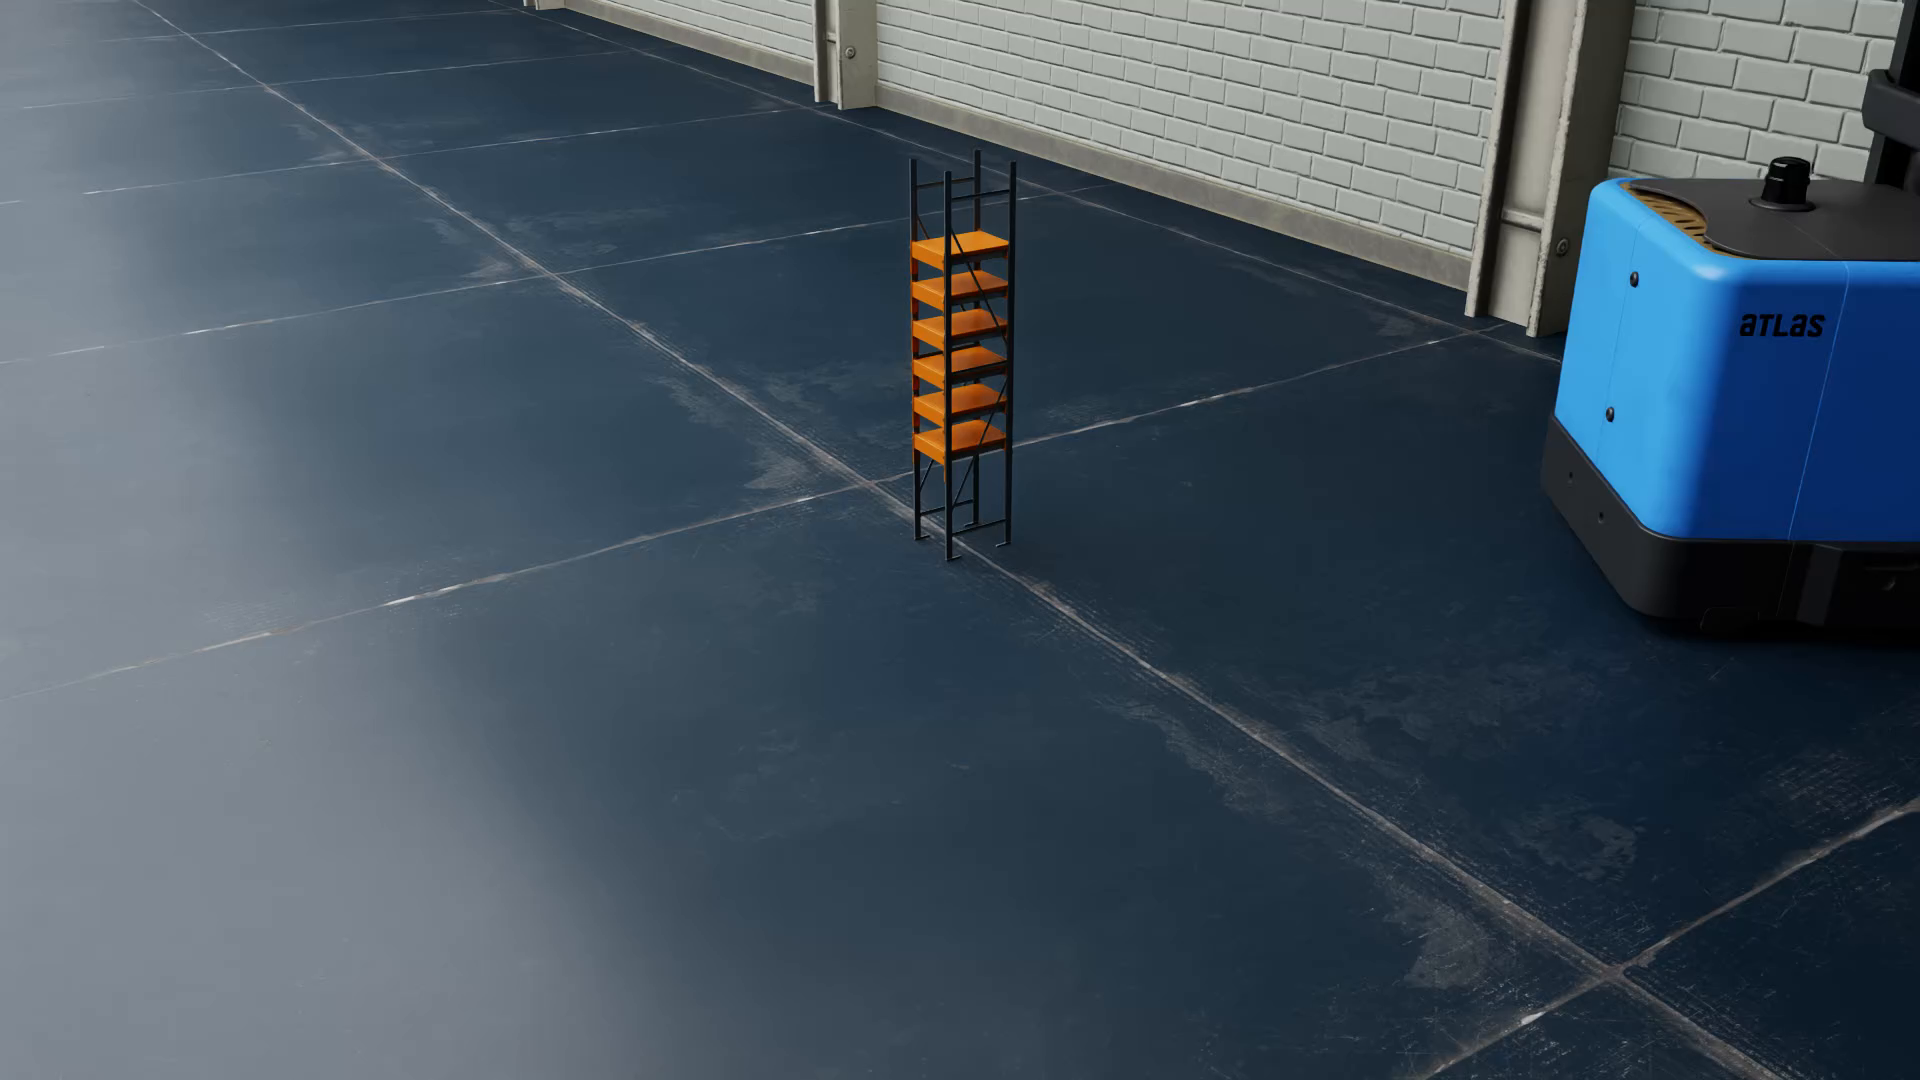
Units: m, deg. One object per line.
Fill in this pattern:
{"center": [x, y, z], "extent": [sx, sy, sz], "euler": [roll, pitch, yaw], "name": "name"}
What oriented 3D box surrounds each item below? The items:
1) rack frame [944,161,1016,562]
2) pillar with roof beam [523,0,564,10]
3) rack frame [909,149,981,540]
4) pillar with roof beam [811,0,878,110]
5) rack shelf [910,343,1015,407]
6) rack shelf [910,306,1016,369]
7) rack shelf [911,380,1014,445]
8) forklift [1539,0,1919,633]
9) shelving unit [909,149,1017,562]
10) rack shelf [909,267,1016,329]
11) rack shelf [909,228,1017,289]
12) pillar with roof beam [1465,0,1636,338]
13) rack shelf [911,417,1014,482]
{"center": [0.058, -0.505, 4.914], "extent": [0.240, 1.200, 0.006], "euler": [-16, 29, -30], "name": "rack frame"}
{"center": [-7.689, -8.324, 12.342], "extent": [9.100, 9.000, 0.400], "euler": [-16, 29, -30], "name": "pillar with roof beam"}
{"center": [-0.042, -0.570, 5.052], "extent": [0.240, 1.200, 0.006], "euler": [-16, 29, -30], "name": "rack frame"}
{"center": [-4.413, -6.178, 7.796], "extent": [9.100, 9.000, 0.400], "euler": [-16, 29, -30], "name": "pillar with roof beam"}
{"center": [0.008, -0.497, 5.002], "extent": [0.258, 0.103, 0.180], "euler": [-16, 29, -30], "name": "rack shelf"}
{"center": [0.008, -0.606, 4.951], "extent": [0.258, 0.103, 0.180], "euler": [-16, 29, -30], "name": "rack shelf"}
{"center": [0.008, -0.389, 5.053], "extent": [0.258, 0.103, 0.180], "euler": [-16, 29, -30], "name": "rack shelf"}
{"center": [3.408, -1.244, 4.451], "extent": [3.031, 2.935, 1.130], "euler": [1, 25, 2], "name": "forklift"}
{"center": [0.008, -0.537, 4.983], "extent": [0.258, 1.200, 0.189], "euler": [-16, 29, -30], "name": "shelving unit"}
{"center": [0.008, -0.714, 4.899], "extent": [0.258, 0.103, 0.180], "euler": [-16, 29, -30], "name": "rack shelf"}
{"center": [0.008, -0.823, 4.848], "extent": [0.258, 0.103, 0.180], "euler": [-16, 29, -30], "name": "rack shelf"}
{"center": [-1.138, -4.032, 3.250], "extent": [9.100, 9.000, 0.400], "euler": [-16, 29, -30], "name": "pillar with roof beam"}
{"center": [0.008, -0.280, 5.104], "extent": [0.258, 0.103, 0.180], "euler": [-16, 29, -30], "name": "rack shelf"}
